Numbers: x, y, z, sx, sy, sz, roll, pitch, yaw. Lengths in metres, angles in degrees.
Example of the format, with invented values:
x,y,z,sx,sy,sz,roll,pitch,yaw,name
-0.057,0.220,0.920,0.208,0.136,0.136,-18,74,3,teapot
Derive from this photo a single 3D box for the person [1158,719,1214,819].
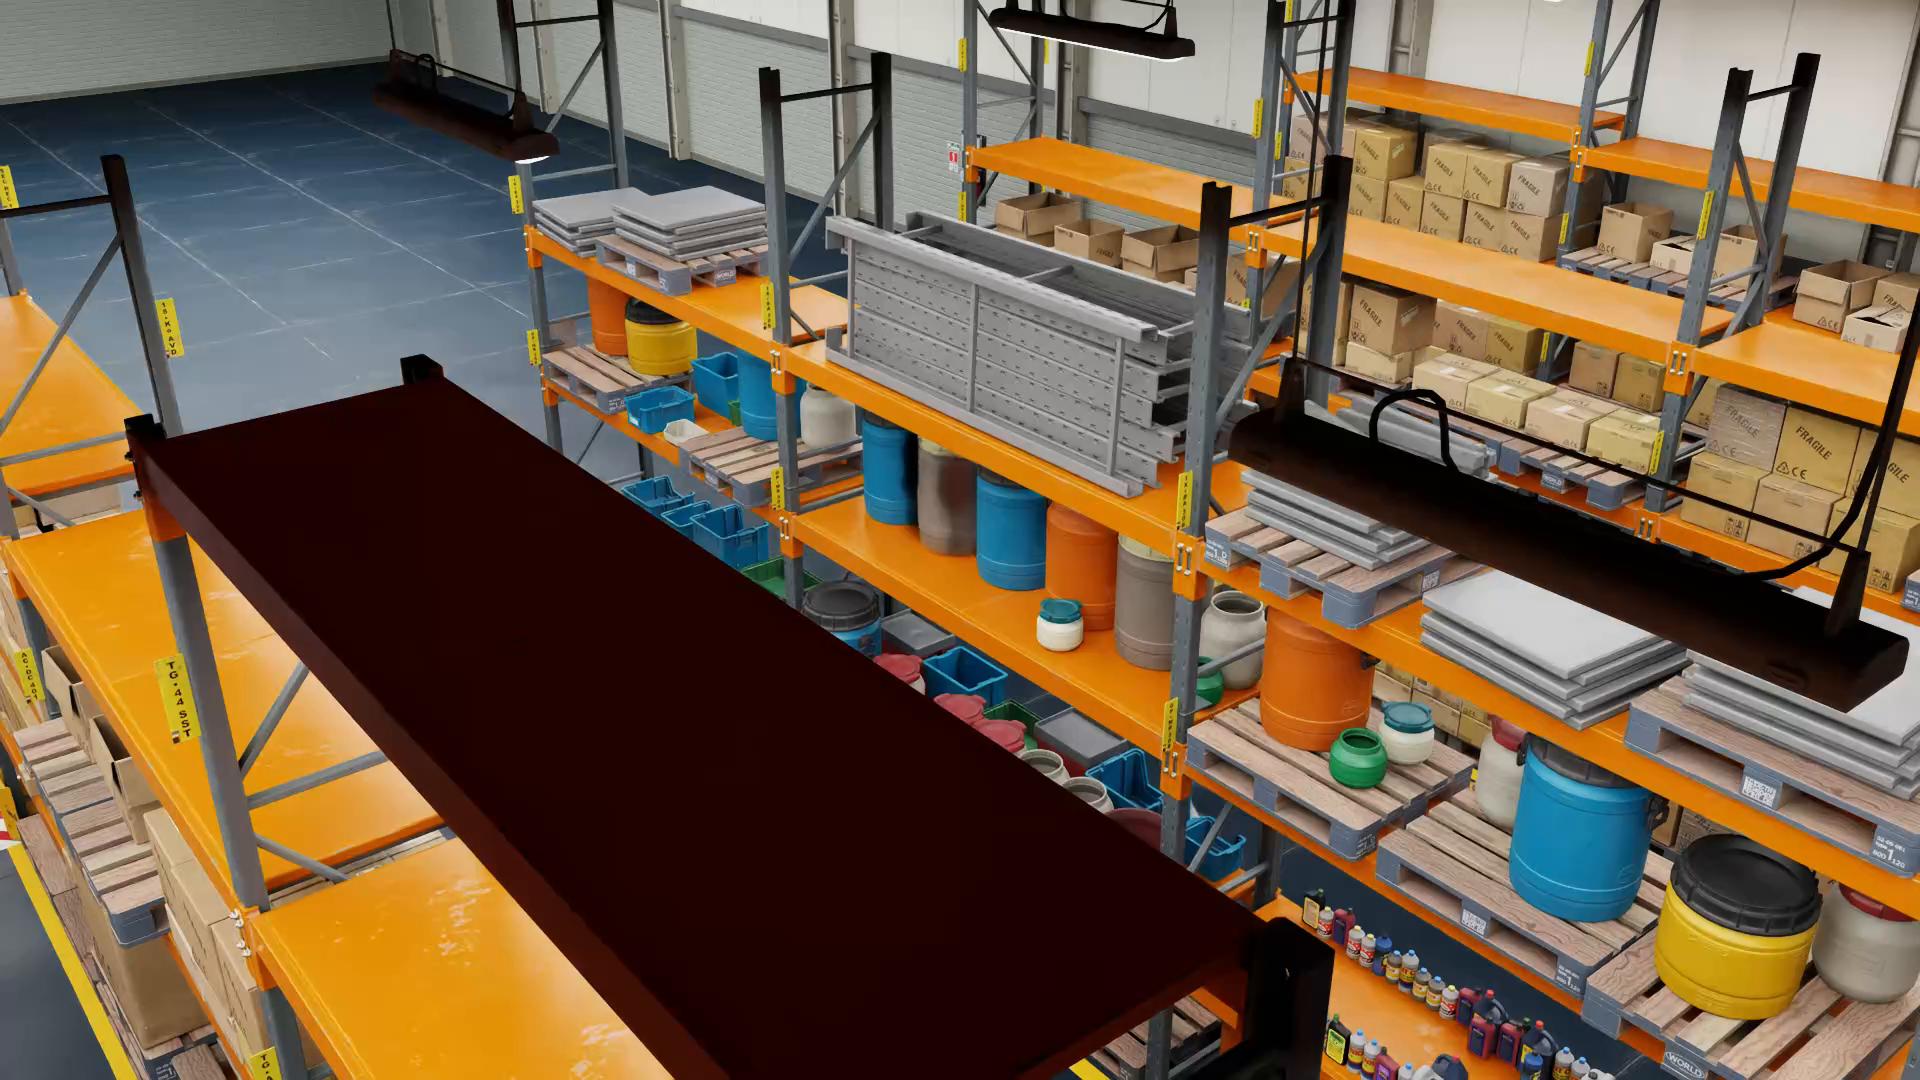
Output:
x,y,z,sx,sy,sz,roll,pitch,yaw,name
1.745,1.612,12.974,0.658,1.611,0.993,-17,31,-31,person
